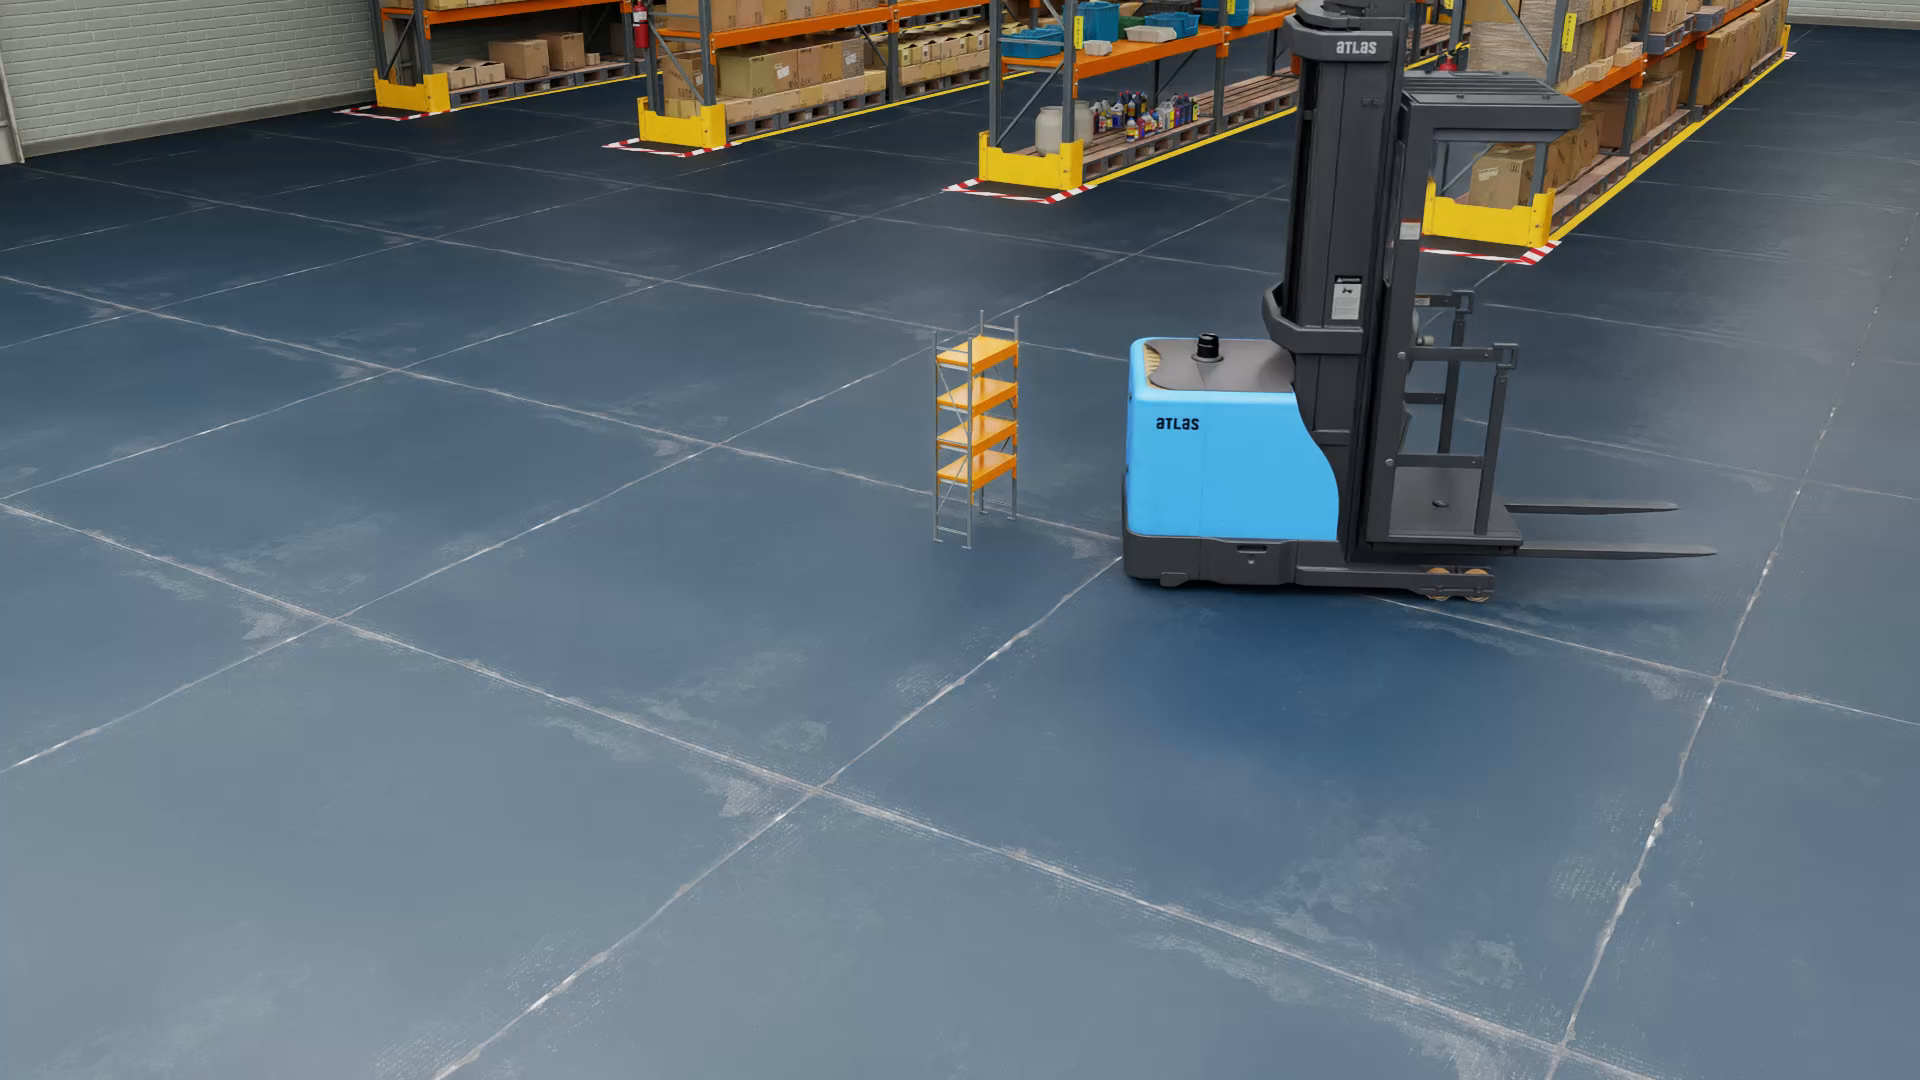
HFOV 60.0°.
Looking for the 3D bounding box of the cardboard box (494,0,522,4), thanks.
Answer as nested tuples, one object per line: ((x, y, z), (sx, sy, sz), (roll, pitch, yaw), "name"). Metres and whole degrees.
((-6.581, -7.759, 23.562), (0.500, 0.250, 0.500), (13, 27, 28), "cardboard box")

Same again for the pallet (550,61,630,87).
((-5.858, -7.208, 25.635), (1.003, 0.211, 1.213), (14, 27, 29), "pallet")

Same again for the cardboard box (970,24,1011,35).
((0.451, -7.818, 25.761), (0.500, 0.311, 0.500), (13, 27, 28), "cardboard box")

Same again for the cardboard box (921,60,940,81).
((-0.629, -6.872, 24.282), (0.500, 0.250, 0.500), (15, 27, 30), "cardboard box")

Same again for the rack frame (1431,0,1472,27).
((9.213, -10.696, 30.182), (1.000, 3.000, 0.127), (14, 27, 29), "rack frame")

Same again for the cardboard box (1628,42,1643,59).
((7.227, -5.358, 18.168), (0.380, 0.149, 0.250), (14, 27, 29), "cardboard box")

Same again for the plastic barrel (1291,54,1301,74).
((5.237, -7.361, 24.682), (0.600, 0.830, 0.708), (14, 27, 29), "plastic barrel")

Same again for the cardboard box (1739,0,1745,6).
((10.760, -7.795, 23.355), (0.500, 0.500, 0.500), (14, 27, 28), "cardboard box")

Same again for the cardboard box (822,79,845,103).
((-1.905, -6.075, 22.440), (0.500, 0.250, 0.500), (14, 27, 29), "cardboard box")

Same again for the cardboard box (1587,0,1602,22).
((5.773, -5.195, 15.715), (0.500, 0.500, 0.500), (14, 27, 29), "cardboard box")

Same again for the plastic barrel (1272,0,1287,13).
((4.190, -7.379, 22.348), (0.433, 0.535, 0.433), (0, 23, 0), "plastic barrel")

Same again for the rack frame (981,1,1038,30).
((0.787, -9.035, 26.345), (1.000, 3.000, 0.127), (14, 27, 29), "rack frame")

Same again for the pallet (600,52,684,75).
((-5.124, -7.705, 26.783), (1.003, 0.211, 1.213), (14, 27, 29), "pallet")

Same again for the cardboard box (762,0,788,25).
((-2.636, -6.880, 21.242), (0.700, 0.500, 0.500), (14, 27, 29), "cardboard box")

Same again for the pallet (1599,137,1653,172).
((7.501, -4.591, 19.590), (1.003, 0.211, 1.213), (14, 27, 29), "pallet")

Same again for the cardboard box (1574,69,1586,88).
((5.879, -4.522, 16.236), (0.380, 0.149, 0.250), (14, 27, 29), "cardboard box")

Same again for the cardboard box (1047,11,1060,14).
((1.354, -8.629, 28.000), (0.500, 0.500, 0.500), (13, 27, 27), "cardboard box")

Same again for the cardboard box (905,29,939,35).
((-0.550, -7.584, 25.219), (0.500, 0.311, 0.500), (13, 27, 28), "cardboard box")

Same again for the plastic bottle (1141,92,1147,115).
((2.343, -5.580, 21.244), (0.097, 0.271, 0.097), (0, 23, 0), "plastic bottle")

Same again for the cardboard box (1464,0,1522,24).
((5.061, -5.136, 15.580), (0.500, 0.500, 0.500), (14, 27, 29), "cardboard box")

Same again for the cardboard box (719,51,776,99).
((-2.699, -5.914, 21.123), (0.500, 0.500, 0.500), (14, 27, 29), "cardboard box")

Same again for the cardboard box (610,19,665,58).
((-5.159, -8.029, 26.613), (0.700, 0.500, 0.500), (15, 28, 31), "cardboard box")

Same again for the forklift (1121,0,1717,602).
((2.401, -1.247, 8.441), (3.031, 2.935, 1.130), (2, 23, 4), "forklift")

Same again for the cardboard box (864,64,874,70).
((-1.350, -6.817, 24.153), (0.500, 0.250, 0.500), (14, 27, 28), "cardboard box")

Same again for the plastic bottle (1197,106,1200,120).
((2.957, -5.376, 20.861), (0.097, 0.201, 0.097), (0, 23, 0), "plastic bottle")

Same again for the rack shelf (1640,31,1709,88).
((8.146, -5.953, 20.130), (1.077, 0.370, 4.000), (14, 27, 29), "rack shelf")

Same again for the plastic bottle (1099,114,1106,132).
((1.715, -5.031, 20.065), (0.097, 0.201, 0.097), (0, 23, 0), "plastic bottle")

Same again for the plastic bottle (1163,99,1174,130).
((2.517, -5.181, 20.222), (0.144, 0.351, 0.185), (14, 27, 29), "plastic bottle")

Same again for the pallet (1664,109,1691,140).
((8.788, -5.415, 21.492), (1.003, 0.211, 1.213), (14, 27, 29), "pallet")

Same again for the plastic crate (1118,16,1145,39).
((1.927, -6.150, 19.946), (0.450, 0.188, 0.662), (14, 27, 29), "plastic crate")

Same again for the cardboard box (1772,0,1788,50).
((13.151, -8.643, 27.585), (0.875, 0.875, 0.875), (14, 27, 29), "cardboard box")

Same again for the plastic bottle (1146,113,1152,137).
((2.228, -4.942, 19.770), (0.097, 0.271, 0.097), (0, 23, 0), "plastic bottle")

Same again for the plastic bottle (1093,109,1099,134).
((1.617, -5.020, 19.936), (0.061, 0.283, 0.133), (14, 27, 29), "plastic bottle")

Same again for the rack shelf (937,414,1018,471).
((0.087, -0.545, 9.167), (0.258, 0.148, 0.480), (14, 27, 29), "rack shelf")

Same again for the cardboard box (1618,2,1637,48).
((6.801, -5.651, 18.028), (0.875, 0.500, 0.500), (14, 27, 29), "cardboard box")

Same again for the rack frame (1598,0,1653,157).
((7.091, -5.608, 18.428), (1.000, 3.000, 0.127), (14, 27, 29), "rack frame")

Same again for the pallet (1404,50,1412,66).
((6.661, -7.815, 27.036), (1.003, 0.211, 1.213), (14, 27, 29), "pallet")

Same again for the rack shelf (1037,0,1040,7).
((1.842, -9.380, 28.047), (1.077, 0.370, 4.000), (14, 27, 29), "rack shelf")

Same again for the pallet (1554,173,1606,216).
((6.124, -3.681, 17.487), (1.003, 0.211, 1.213), (14, 27, 29), "pallet")

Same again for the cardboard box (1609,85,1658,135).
((7.996, -5.211, 20.105), (0.700, 0.500, 0.500), (11, 26, 24), "cardboard box")

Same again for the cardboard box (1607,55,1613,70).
((6.526, -4.947, 17.218), (0.380, 0.149, 0.250), (14, 27, 29), "cardboard box")

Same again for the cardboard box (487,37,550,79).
((-6.472, -7.071, 24.400), (0.700, 0.500, 0.500), (12, 26, 26), "cardboard box")

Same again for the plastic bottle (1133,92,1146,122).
((2.227, -5.416, 20.766), (0.144, 0.351, 0.185), (14, 27, 29), "plastic bottle")

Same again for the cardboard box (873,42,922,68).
((-0.893, -6.961, 23.780), (0.500, 0.311, 0.500), (14, 27, 29), "cardboard box")

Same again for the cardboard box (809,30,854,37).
((-1.834, -6.869, 23.330), (0.500, 0.500, 0.500), (14, 27, 29), "cardboard box")

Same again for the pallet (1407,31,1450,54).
((8.101, -8.736, 29.164), (1.003, 0.211, 1.213), (14, 27, 29), "pallet")

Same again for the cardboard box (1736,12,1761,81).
((10.990, -7.305, 24.495), (1.225, 0.875, 0.875), (14, 27, 29), "cardboard box")

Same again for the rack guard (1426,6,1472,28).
((9.215, -9.560, 30.703), (1.175, 0.500, 0.348), (14, 27, 29), "rack guard")

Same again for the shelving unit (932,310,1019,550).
((0.087, -0.606, 9.141), (0.258, 1.200, 0.503), (14, 27, 29), "shelving unit")

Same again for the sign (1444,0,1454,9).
((4.520, -5.057, 15.301), (0.100, 0.325, 0.005), (14, 27, 29), "sign")

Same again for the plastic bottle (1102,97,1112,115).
((1.781, -5.239, 20.358), (0.144, 0.351, 0.185), (14, 27, 29), "plastic bottle")

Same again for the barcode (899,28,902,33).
((-0.835, -7.179, 23.442), (0.001, 0.075, 0.075), (14, 27, 29), "barcode")

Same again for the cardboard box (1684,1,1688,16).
((8.551, -6.470, 20.059), (0.396, 0.266, 0.258), (13, 27, 27), "cardboard box")

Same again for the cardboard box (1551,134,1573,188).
((5.957, -3.927, 17.163), (0.500, 0.500, 0.500), (17, 29, 34), "cardboard box")

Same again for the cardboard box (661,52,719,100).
((-3.403, -5.853, 20.984), (0.500, 0.500, 0.500), (14, 27, 29), "cardboard box")

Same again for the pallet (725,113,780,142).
((-3.065, -5.322, 21.278), (1.003, 0.211, 1.213), (14, 27, 29), "pallet")

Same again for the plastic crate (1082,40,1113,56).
((1.519, -5.409, 18.302), (0.298, 0.136, 0.250), (14, 27, 29), "plastic crate")

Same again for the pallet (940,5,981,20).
((-0.203, -10.796, 33.923), (1.003, 0.211, 1.213), (14, 27, 29), "pallet")

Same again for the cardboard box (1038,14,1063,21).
((1.541, -8.362, 27.382), (0.500, 0.500, 0.500), (13, 27, 27), "cardboard box")
